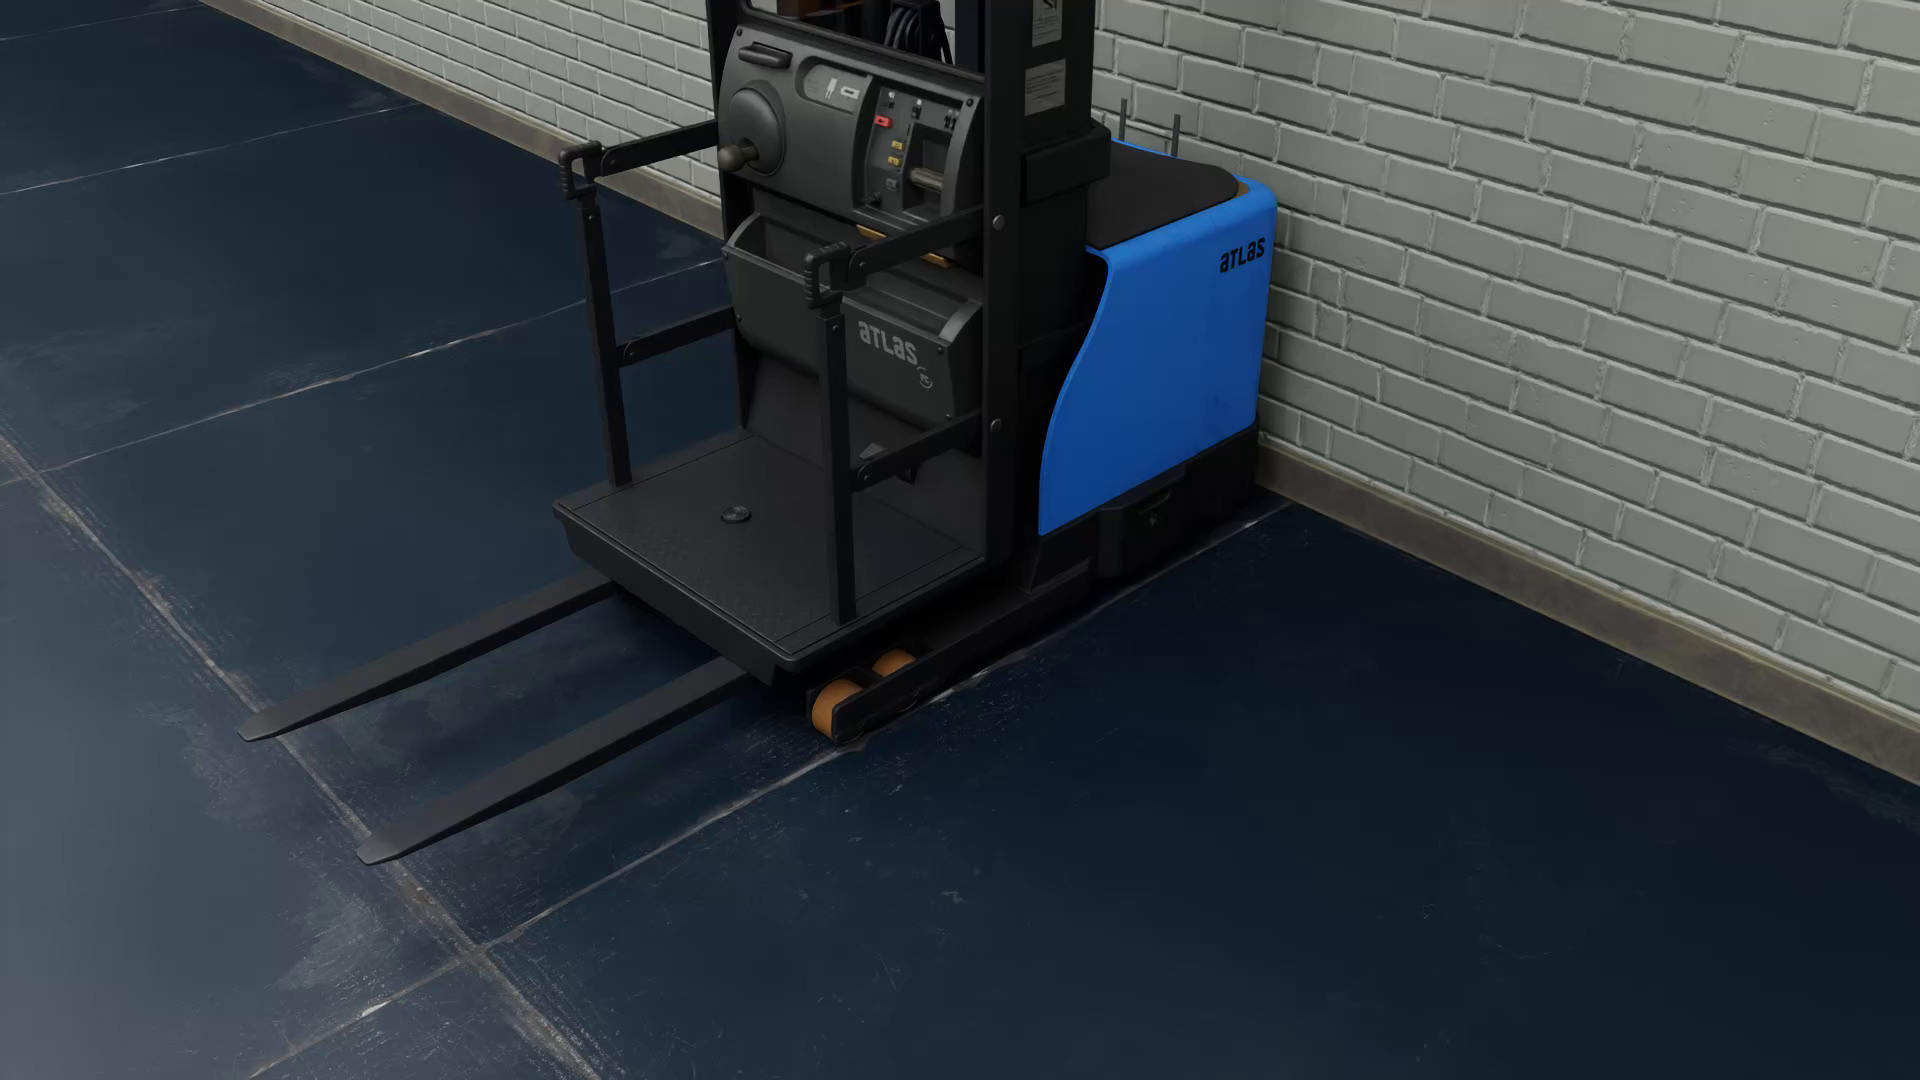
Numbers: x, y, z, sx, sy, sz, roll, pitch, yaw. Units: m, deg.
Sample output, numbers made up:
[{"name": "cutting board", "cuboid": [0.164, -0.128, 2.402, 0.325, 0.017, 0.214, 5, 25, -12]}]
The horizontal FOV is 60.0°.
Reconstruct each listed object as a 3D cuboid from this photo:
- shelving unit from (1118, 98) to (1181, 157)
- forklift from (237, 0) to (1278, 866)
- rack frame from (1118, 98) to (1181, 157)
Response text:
[{"name": "shelving unit", "cuboid": [0.641, -0.848, 5.486, 0.189, 1.200, 0.258, -24, 38, -37]}, {"name": "forklift", "cuboid": [-0.452, -1.021, 4.110, 3.031, 2.935, 1.130, -27, 40, -37]}, {"name": "rack frame", "cuboid": [0.574, -0.818, 5.431, 0.006, 1.200, 0.240, -24, 38, -37]}]
